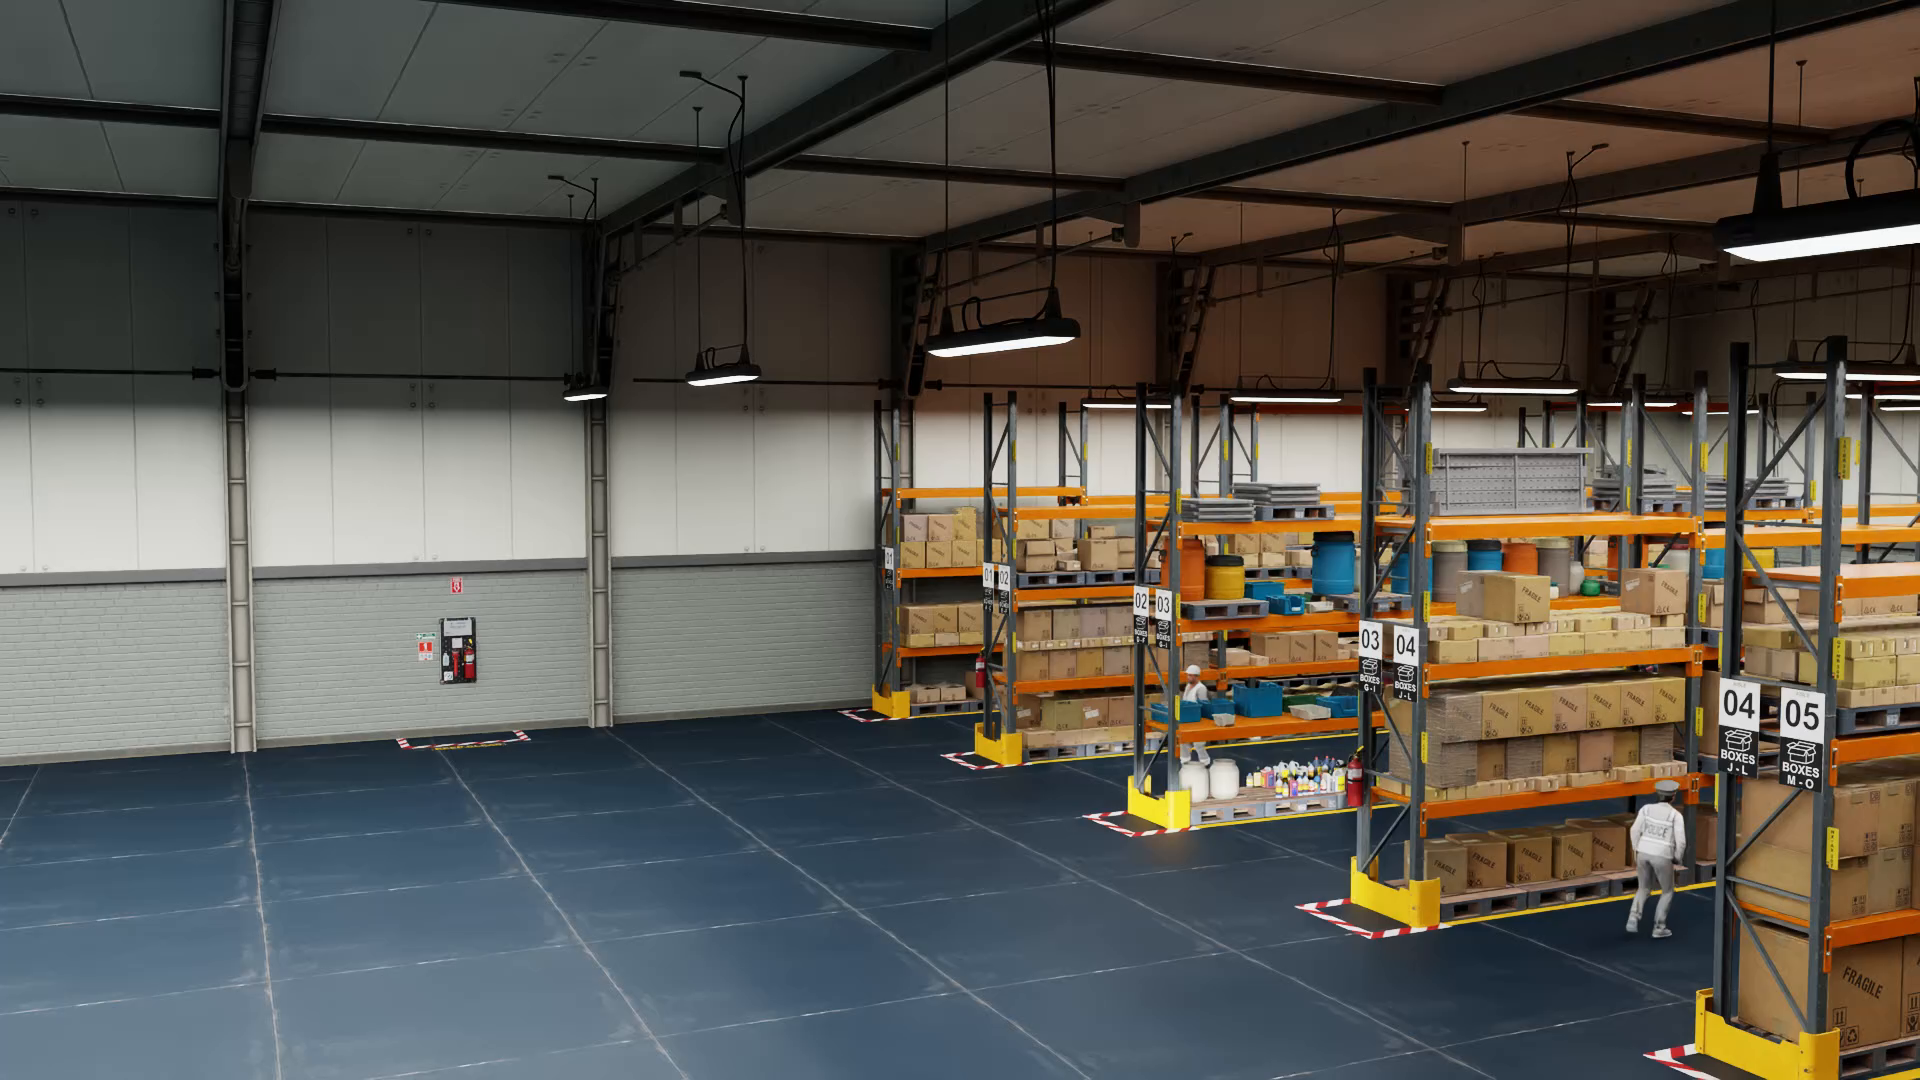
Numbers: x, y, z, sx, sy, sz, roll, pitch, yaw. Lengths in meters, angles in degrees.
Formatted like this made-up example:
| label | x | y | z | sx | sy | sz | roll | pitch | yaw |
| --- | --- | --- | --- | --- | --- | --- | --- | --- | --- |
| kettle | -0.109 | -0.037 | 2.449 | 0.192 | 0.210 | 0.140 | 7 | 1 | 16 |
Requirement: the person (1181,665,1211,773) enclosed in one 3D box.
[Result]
| label | x | y | z | sx | sy | sz | roll | pitch | yaw |
| --- | --- | --- | --- | --- | --- | --- | --- | --- | --- |
| person | 3.557 | 2.819 | 25.310 | 0.557 | 1.845 | 0.610 | -1 | 4 | -23 |

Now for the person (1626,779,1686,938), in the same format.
| label | x | y | z | sx | sy | sz | roll | pitch | yaw |
| --- | --- | --- | --- | --- | --- | --- | --- | --- | --- |
| person | 7.259 | 3.342 | 17.375 | 0.644 | 1.633 | 0.555 | -3 | 4 | -39 |
